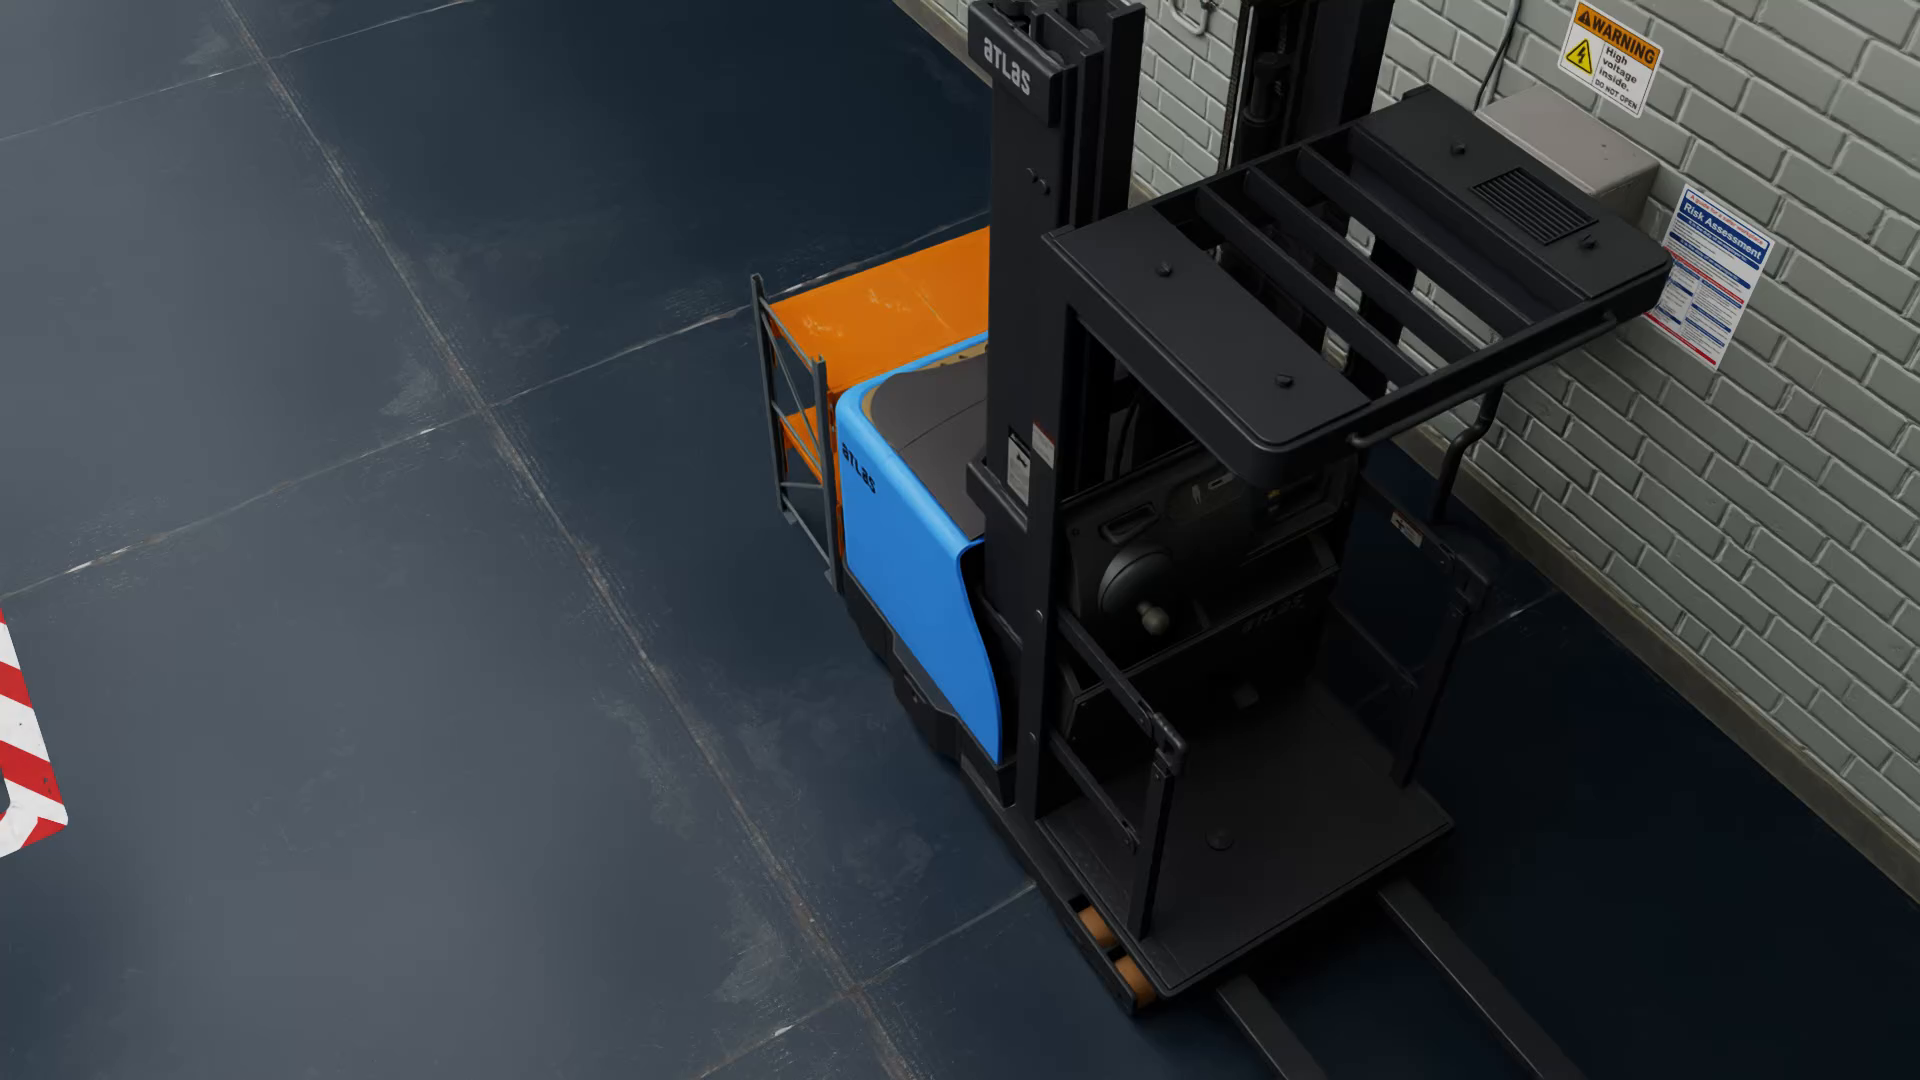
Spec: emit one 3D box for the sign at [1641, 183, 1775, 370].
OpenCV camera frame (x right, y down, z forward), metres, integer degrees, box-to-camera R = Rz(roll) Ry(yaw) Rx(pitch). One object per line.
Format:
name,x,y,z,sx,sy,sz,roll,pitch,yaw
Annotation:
sign,2.232,-0.788,5.007,0.001,0.494,0.329,-25,53,-21

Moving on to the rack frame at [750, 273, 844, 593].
rack frame,-0.561,-0.348,5.806,0.032,1.125,0.500,-23,52,-19

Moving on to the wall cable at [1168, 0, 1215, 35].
wall cable,0.796,-2.782,6.018,0.123,1.953,0.585,-25,53,-21

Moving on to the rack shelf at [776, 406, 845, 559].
rack shelf,-0.120,-0.374,6.157,1.000,0.278,0.538,-23,52,-19

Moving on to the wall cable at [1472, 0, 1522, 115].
wall cable,1.562,-1.881,5.236,0.122,1.984,0.588,-25,53,-21

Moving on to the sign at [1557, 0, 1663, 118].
sign,1.939,-1.441,4.972,0.001,0.242,0.339,-25,53,-21

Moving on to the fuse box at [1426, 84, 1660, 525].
fuse box,1.793,-0.620,5.657,0.414,1.711,0.539,-25,53,-21

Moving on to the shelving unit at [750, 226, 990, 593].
shelving unit,-0.120,-0.537,5.975,1.048,1.125,0.538,-23,52,-19

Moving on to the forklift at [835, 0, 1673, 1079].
forklift,0.790,0.027,4.263,1.130,2.935,3.031,-25,53,-20

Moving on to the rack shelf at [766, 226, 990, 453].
rack shelf,-0.120,-0.731,5.756,1.000,0.278,0.538,-23,52,-19
